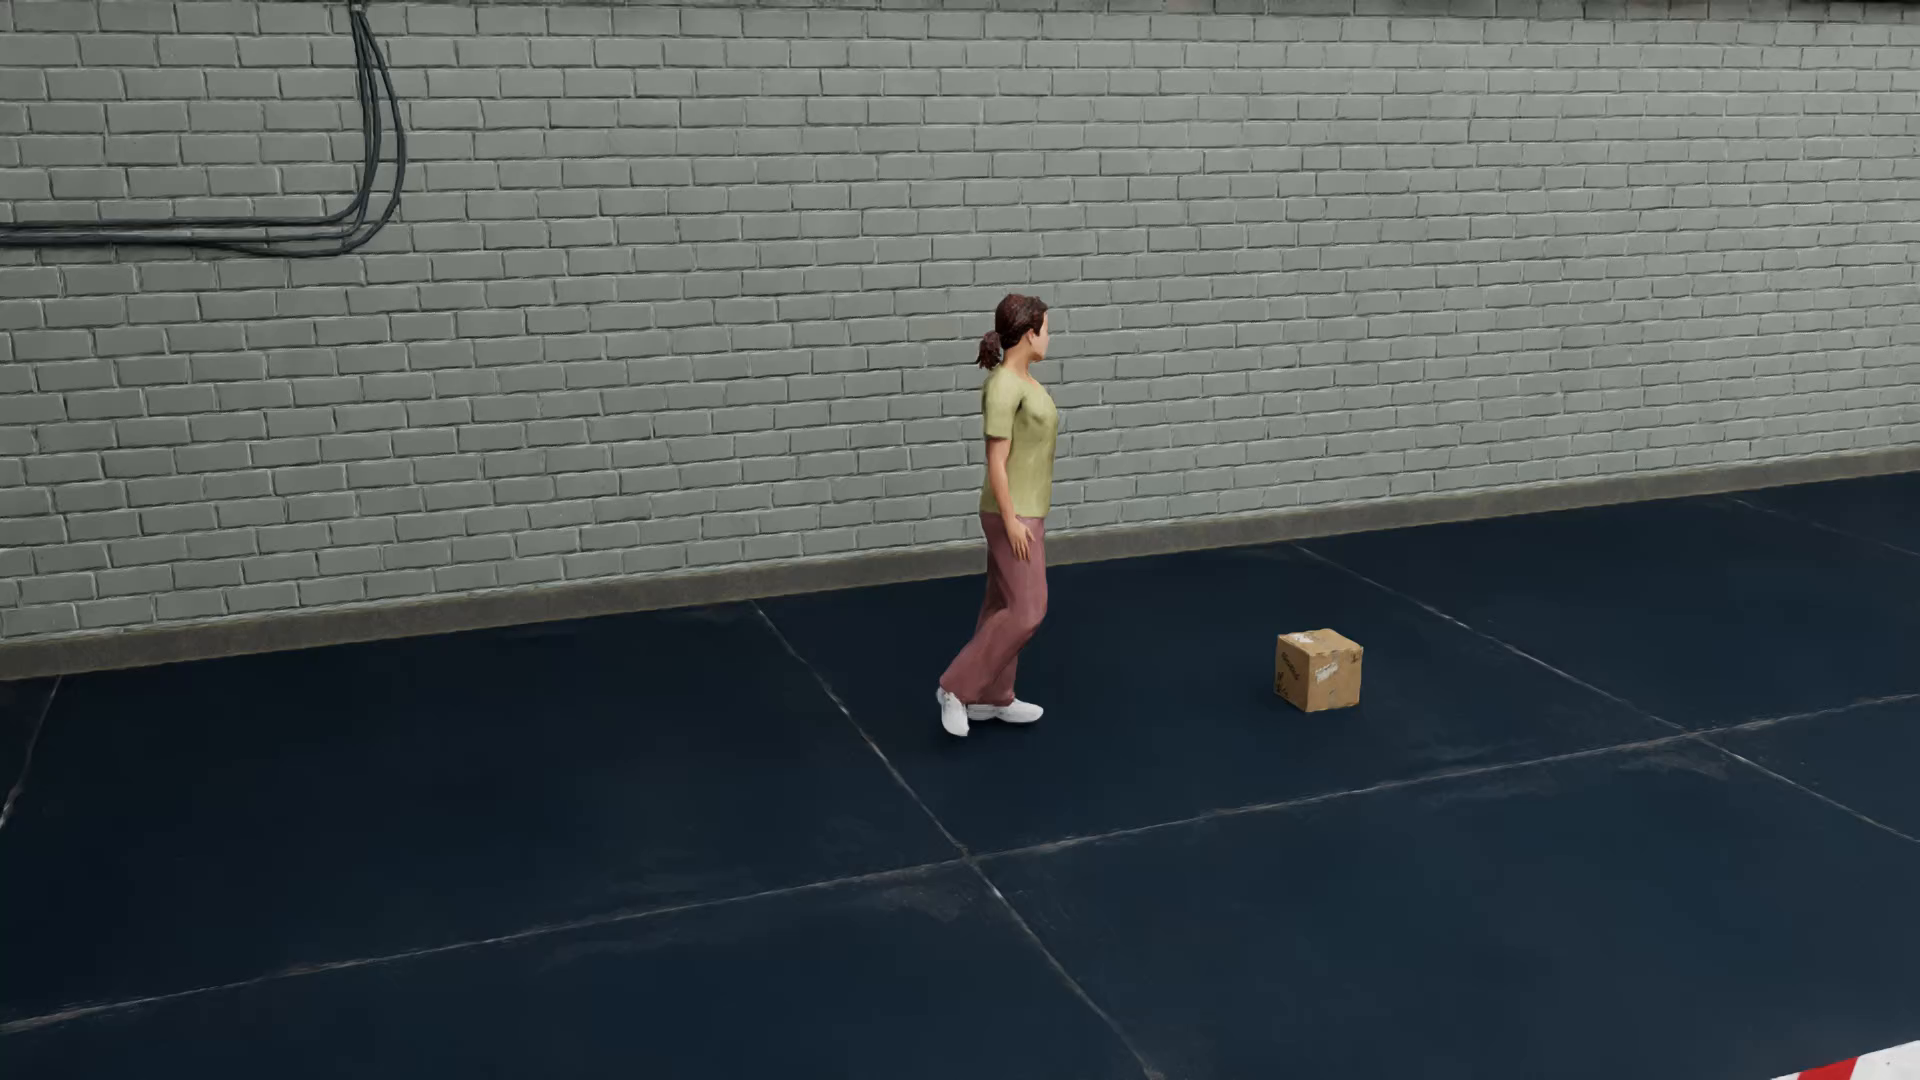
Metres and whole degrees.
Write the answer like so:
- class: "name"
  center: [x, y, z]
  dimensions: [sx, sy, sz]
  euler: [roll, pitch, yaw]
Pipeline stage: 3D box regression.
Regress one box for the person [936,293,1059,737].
- class: "person"
  center: [0.138, -0.082, 6.259]
  dimensions: [0.431, 1.667, 0.628]
  euler: [3, 16, 12]
